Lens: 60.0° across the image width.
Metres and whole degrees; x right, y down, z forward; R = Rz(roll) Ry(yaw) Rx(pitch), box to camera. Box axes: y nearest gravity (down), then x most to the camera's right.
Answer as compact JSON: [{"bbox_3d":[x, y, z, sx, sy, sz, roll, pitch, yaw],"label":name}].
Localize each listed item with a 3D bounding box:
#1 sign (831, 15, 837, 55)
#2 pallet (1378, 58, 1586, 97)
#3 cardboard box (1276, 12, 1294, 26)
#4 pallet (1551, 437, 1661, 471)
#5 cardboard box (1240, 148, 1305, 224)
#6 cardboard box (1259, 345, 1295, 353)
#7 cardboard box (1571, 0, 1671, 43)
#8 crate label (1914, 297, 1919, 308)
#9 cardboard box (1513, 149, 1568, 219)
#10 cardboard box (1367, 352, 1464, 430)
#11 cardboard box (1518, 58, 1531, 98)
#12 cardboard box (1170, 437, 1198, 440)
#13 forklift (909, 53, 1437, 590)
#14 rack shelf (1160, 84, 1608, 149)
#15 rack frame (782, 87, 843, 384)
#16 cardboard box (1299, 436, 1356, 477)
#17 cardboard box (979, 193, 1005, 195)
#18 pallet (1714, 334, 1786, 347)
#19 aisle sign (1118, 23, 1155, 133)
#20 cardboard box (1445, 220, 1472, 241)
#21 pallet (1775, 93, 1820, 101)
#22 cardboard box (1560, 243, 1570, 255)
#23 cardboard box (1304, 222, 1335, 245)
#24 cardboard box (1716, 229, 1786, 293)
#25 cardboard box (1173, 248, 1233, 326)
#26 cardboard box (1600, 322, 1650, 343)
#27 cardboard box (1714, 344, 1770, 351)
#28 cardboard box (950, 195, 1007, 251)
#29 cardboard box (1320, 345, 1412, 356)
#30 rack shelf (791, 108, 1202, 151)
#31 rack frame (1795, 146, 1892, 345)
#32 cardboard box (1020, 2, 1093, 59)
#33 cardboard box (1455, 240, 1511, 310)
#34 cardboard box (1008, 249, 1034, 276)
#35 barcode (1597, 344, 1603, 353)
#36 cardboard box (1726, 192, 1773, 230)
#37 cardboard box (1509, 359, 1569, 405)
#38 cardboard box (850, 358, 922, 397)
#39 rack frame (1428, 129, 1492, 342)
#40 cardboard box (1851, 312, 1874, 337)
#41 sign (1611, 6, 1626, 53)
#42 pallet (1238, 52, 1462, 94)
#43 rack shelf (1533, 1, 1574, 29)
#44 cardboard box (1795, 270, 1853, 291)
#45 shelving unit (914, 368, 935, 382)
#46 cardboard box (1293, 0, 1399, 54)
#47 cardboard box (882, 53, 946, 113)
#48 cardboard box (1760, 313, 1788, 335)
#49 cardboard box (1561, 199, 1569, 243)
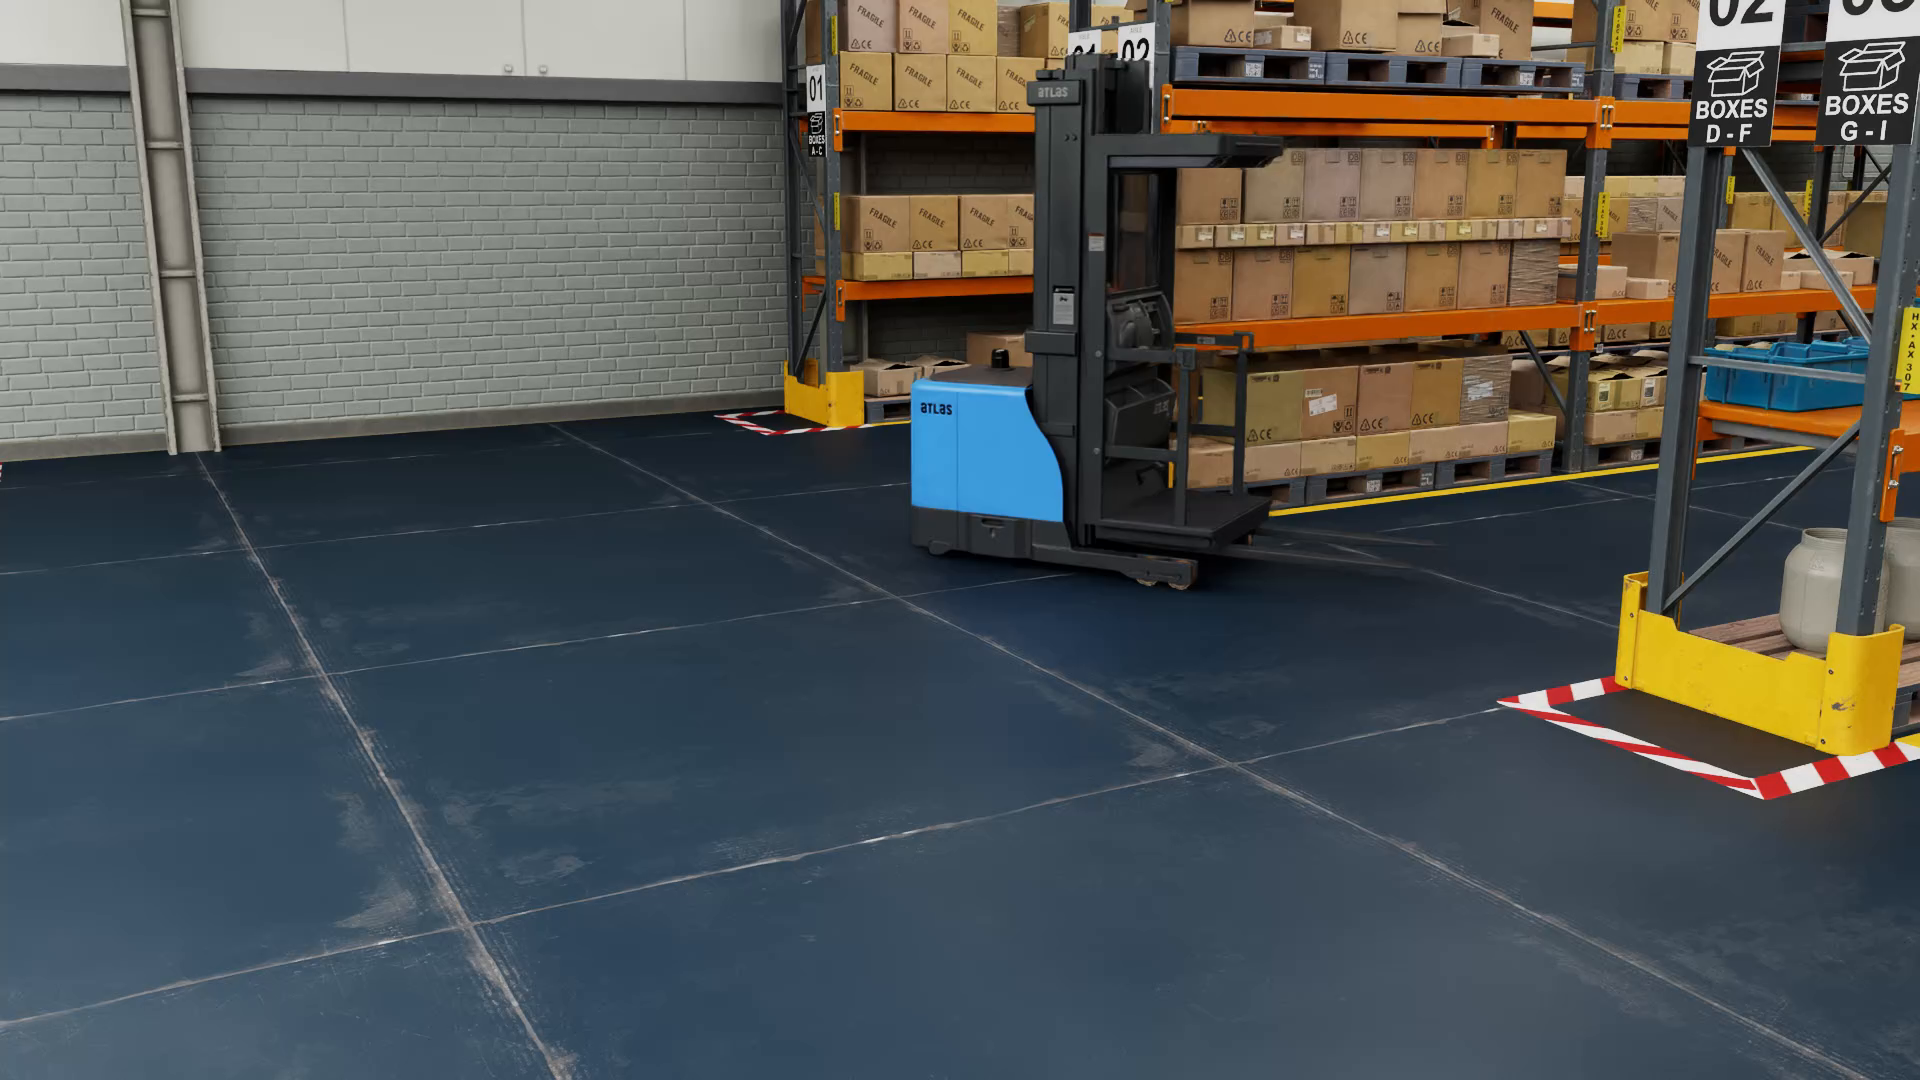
[{"bbox_3d":[-1.097,-4.392,14.470,0.005,0.325,0.100,-7,14,-28],"label":"sign"},{"bbox_3d":[3.794,-3.399,12.249,1.213,0.211,1.003,-7,14,-28],"label":"pallet"},{"bbox_3d":[2.392,-3.576,11.763,0.500,0.311,0.500,-5,14,-21],"label":"cardboard box"},{"bbox_3d":[5.159,-0.798,13.674,1.213,0.211,1.003,-7,14,-28],"label":"pallet"},{"bbox_3d":[1.941,-2.443,11.449,0.500,0.500,0.700,-7,15,-29],"label":"cardboard box"},{"bbox_3d":[3.222,-2.167,18.099,0.500,0.500,0.700,-7,15,-29],"label":"cardboard box"},{"bbox_3d":[5.091,-4.092,12.803,0.500,0.500,0.500,-7,14,-27],"label":"cardboard box"},{"bbox_3d":[4.876,-0.961,7.965,0.616,0.435,0.502,-7,14,-28],"label":"crate label"},{"bbox_3d":[4.144,-2.707,12.624,0.500,0.500,0.700,-7,14,-28],"label":"cardboard box"},{"bbox_3d":[3.347,-1.108,12.299,0.500,0.500,0.500,-7,14,-28],"label":"cardboard box"},{"bbox_3d":[6.055,-5.236,18.983,0.500,0.500,0.700,-8,15,-32],"label":"cardboard box"},{"bbox_3d":[1.349,-0.629,11.880,0.500,0.250,0.500,-7,14,-28],"label":"cardboard box"},{"bbox_3d":[1.234,-1.283,9.633,3.031,2.935,1.130,7,14,27],"label":"forklift"},{"bbox_3d":[2.775,-2.975,11.805,4.000,0.370,1.077,-7,14,-28],"label":"rack shelf"},{"bbox_3d":[-1.357,-2.607,15.360,0.127,3.000,1.000,-7,14,-28],"label":"rack frame"},{"bbox_3d":[2.473,-0.635,11.906,0.500,0.250,0.500,-7,14,-28],"label":"cardboard box"},{"bbox_3d":[0.295,-3.159,16.402,0.500,0.500,0.500,-7,14,-27],"label":"cardboard box"},{"bbox_3d":[9.881,-2.574,21.564,1.213,0.211,1.003,-7,14,-28],"label":"pallet"},{"bbox_3d":[1.109,-2.855,10.542,0.004,0.787,0.394,-7,14,-28],"label":"aisle sign"},{"bbox_3d":[3.501,-2.262,12.123,0.250,0.149,0.380,-7,14,-28],"label":"cardboard box"},{"bbox_3d":[7.489,-3.777,14.157,1.003,0.211,1.213,-6,14,-25],"label":"pallet"},{"bbox_3d":[6.949,-3.441,19.595,0.250,0.149,0.380,-6,14,-27],"label":"cardboard box"},{"bbox_3d":[2.373,-2.126,11.521,0.250,0.149,0.380,-7,15,-30],"label":"cardboard box"},{"bbox_3d":[6.577,-2.363,14.050,0.500,0.500,0.500,-8,15,-31],"label":"cardboard box"},{"bbox_3d":[1.436,-1.748,11.316,0.500,0.500,0.700,-7,14,-28],"label":"cardboard box"},{"bbox_3d":[7.889,-2.838,20.326,0.750,0.750,0.750,-6,14,-26],"label":"cardboard box"},{"bbox_3d":[6.984,-1.576,14.808,0.500,0.311,0.500,-7,15,-29],"label":"cardboard box"},{"bbox_3d":[0.101,-3.005,15.717,0.500,0.500,0.500,-7,15,-30],"label":"cardboard box"},{"bbox_3d":[3.096,-1.209,12.747,0.500,0.500,0.500,-7,14,-28],"label":"cardboard box"},{"bbox_3d":[0.398,-3.930,16.045,4.000,0.370,1.077,-7,14,-28],"label":"rack shelf"},{"bbox_3d":[8.042,-2.494,14.860,0.127,3.000,1.000,-7,14,-28],"label":"rack frame"},{"bbox_3d":[0.915,-4.816,15.793,0.500,0.500,0.500,-7,15,-30],"label":"cardboard box"},{"bbox_3d":[3.684,-2.017,12.514,0.500,0.500,0.700,-7,14,-28],"label":"cardboard box"},{"bbox_3d":[0.567,-2.696,16.053,0.500,0.250,0.500,-7,14,-27],"label":"cardboard box"},{"bbox_3d":[4.954,-1.483,12.873,0.075,0.075,0.001,-7,14,-28],"label":"barcode"},{"bbox_3d":[9.660,-4.069,21.176,0.700,0.700,0.980,-7,14,-27],"label":"cardboard box"},{"bbox_3d":[4.749,-1.308,13.619,0.500,0.311,0.500,-7,14,-28],"label":"cardboard box"},{"bbox_3d":[-0.707,-1.565,15.854,0.500,0.311,0.500,-9,15,-34],"label":"cardboard box"},{"bbox_3d":[5.665,-3.448,19.100,0.127,3.000,1.000,-7,14,-28],"label":"rack frame"},{"bbox_3d":[8.798,-2.005,15.672,0.500,0.250,0.500,-6,14,-26],"label":"cardboard box"},{"bbox_3d":[4.798,-3.721,12.121,0.005,0.325,0.100,-7,14,-28],"label":"sign"},{"bbox_3d":[2.725,-3.271,11.683,1.213,0.211,1.003,-7,14,-28],"label":"pallet"},{"bbox_3d":[7.420,-6.039,19.499,4.000,0.370,1.077,-7,14,-28],"label":"rack shelf"},{"bbox_3d":[7.385,-2.224,14.230,0.250,0.149,0.380,-7,14,-28],"label":"cardboard box"},{"bbox_3d":[-0.143,-0.565,10.724,0.215,1.050,0.252,6,14,27],"label":"shelving unit"},{"bbox_3d":[2.608,-3.560,11.260,0.500,0.500,0.500,-7,14,-28],"label":"cardboard box"},{"bbox_3d":[-0.455,-4.165,15.180,0.500,0.500,0.500,-6,14,-24],"label":"cardboard box"},{"bbox_3d":[10.324,-2.966,21.692,0.500,0.500,0.700,-7,14,-28],"label":"cardboard box"},{"bbox_3d":[6.678,-3.707,19.299,0.500,0.500,0.500,-6,14,-26],"label":"cardboard box"}]
